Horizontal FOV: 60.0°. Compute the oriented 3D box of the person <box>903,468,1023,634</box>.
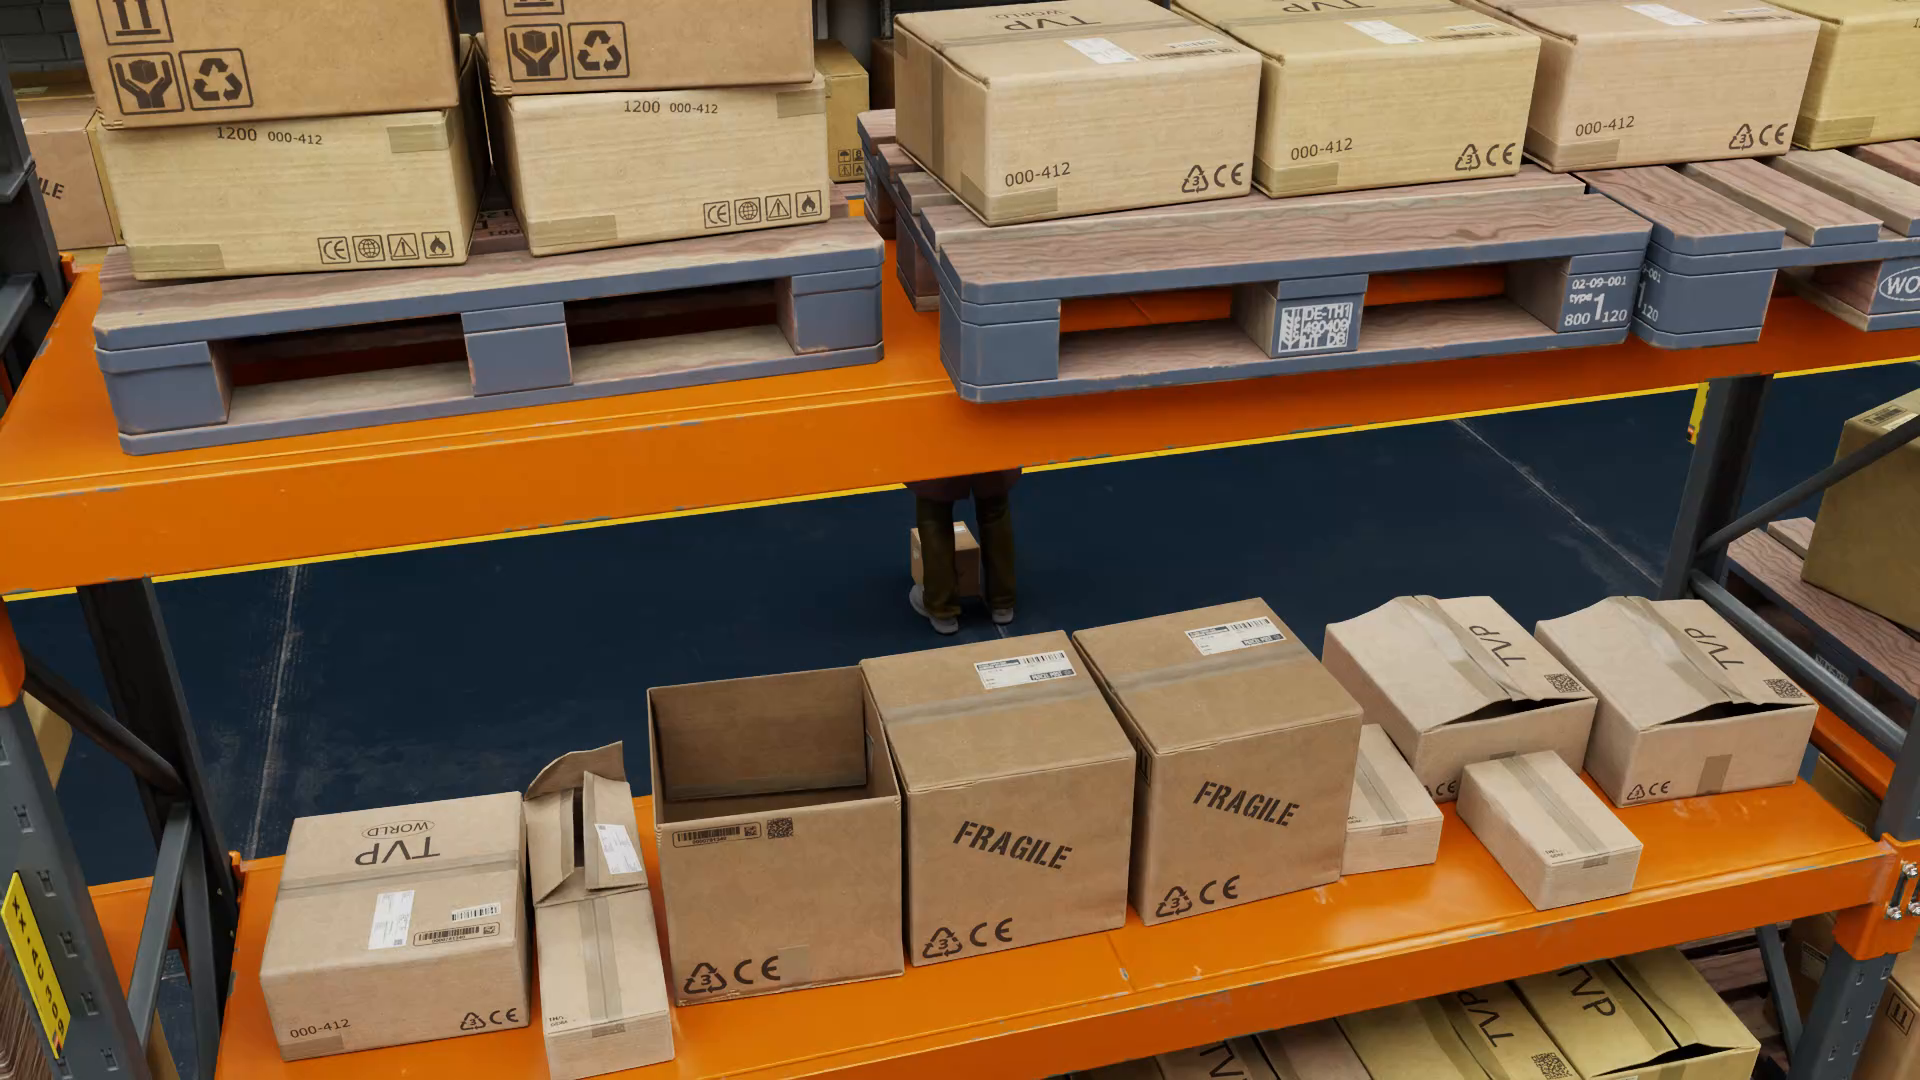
[{"bbox_3d":[0.008,-0.446,6.922,0.644,1.774,0.426,-8,31,-13],"label":"person"}]
